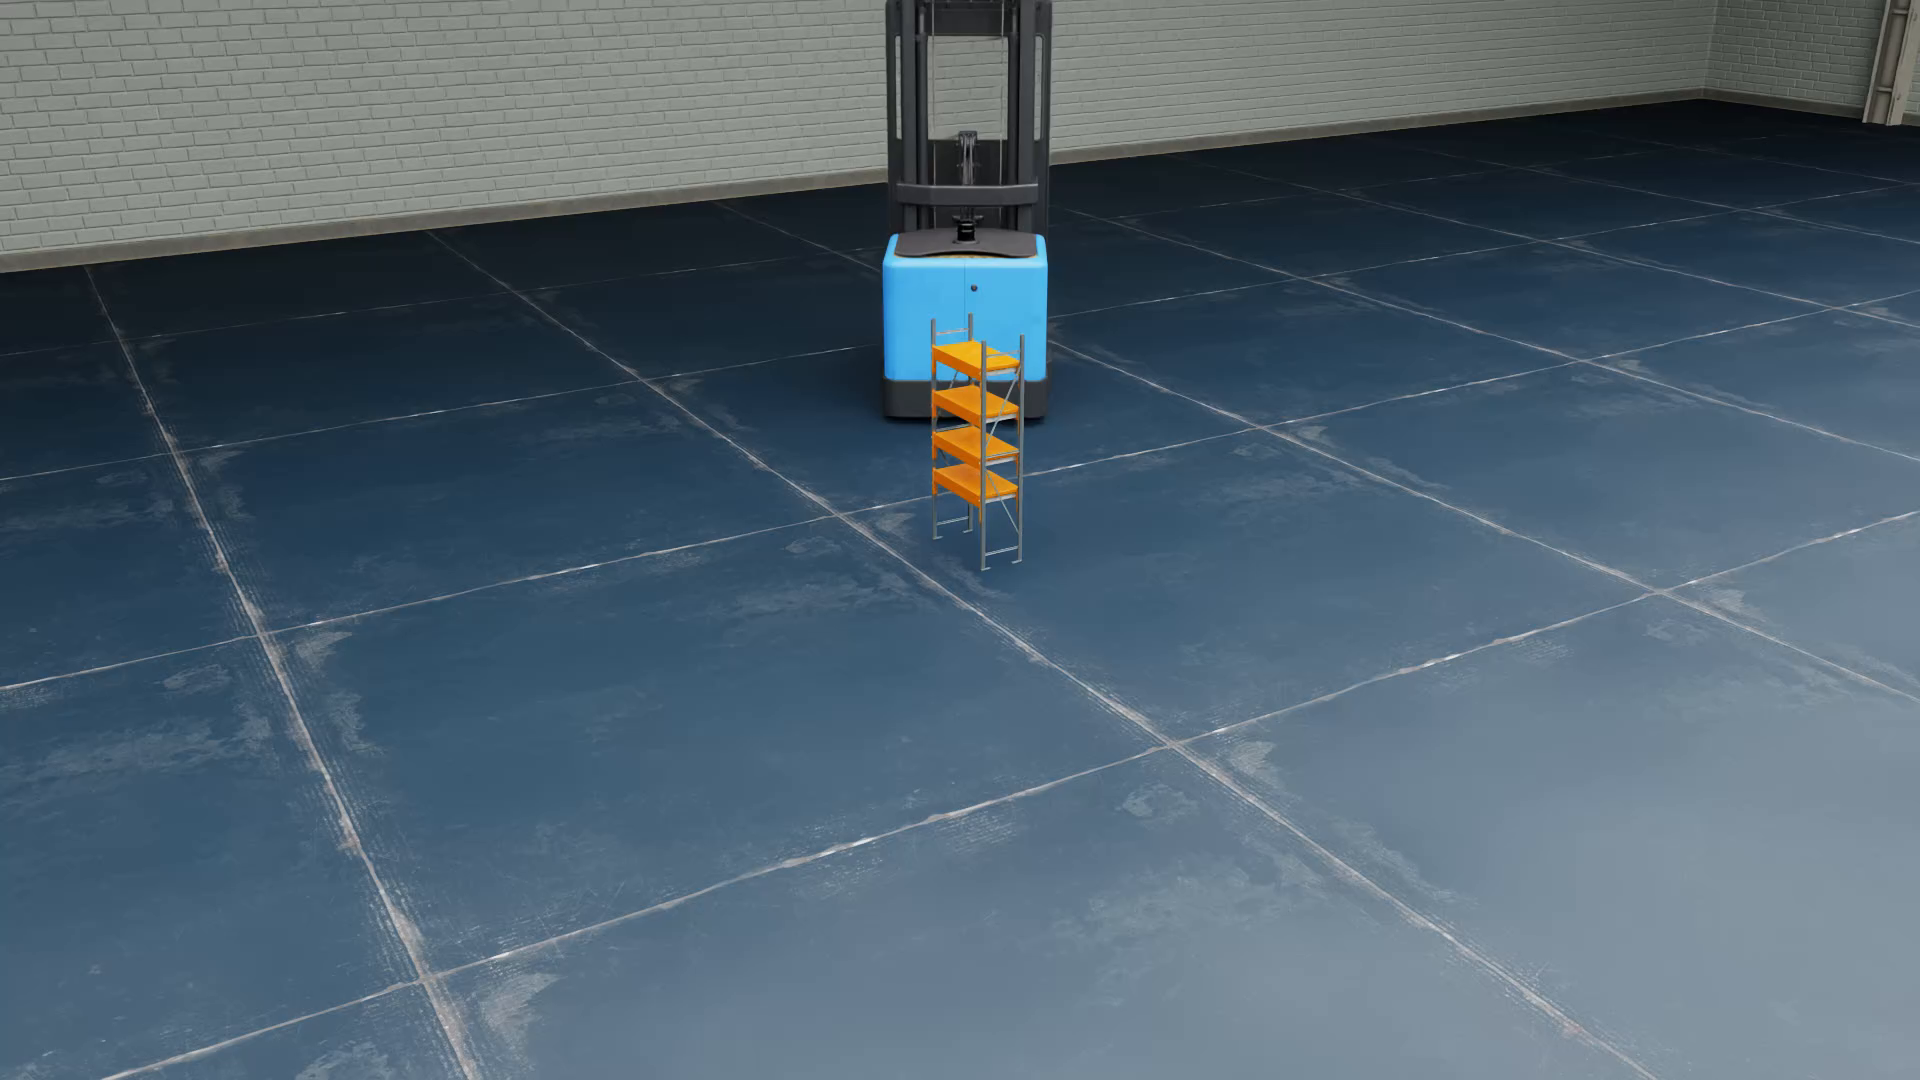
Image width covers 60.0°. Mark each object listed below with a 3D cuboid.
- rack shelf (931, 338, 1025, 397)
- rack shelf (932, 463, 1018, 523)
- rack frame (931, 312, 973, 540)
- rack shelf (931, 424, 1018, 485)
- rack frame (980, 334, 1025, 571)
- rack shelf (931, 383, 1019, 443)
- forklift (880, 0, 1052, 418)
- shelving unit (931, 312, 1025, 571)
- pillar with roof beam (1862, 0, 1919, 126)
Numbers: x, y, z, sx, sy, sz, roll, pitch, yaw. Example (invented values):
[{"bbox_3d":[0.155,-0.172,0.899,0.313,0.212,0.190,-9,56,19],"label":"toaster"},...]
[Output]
[{"bbox_3d":[0.085,-0.866,8.306,0.258,0.148,0.480,-13,25,-28],"label":"rack shelf"},{"bbox_3d":[0.085,-0.256,8.554,0.258,0.148,0.480,-13,25,-28],"label":"rack shelf"},{"bbox_3d":[-0.040,-0.581,8.648,0.240,1.200,0.015,-13,25,-28],"label":"rack frame"},{"bbox_3d":[0.085,-0.440,8.479,0.258,0.148,0.480,-13,25,-28],"label":"rack shelf"},{"bbox_3d":[0.209,-0.423,8.259,0.240,1.200,0.015,-13,25,-28],"label":"rack frame"},{"bbox_3d":[0.085,-0.647,8.395,0.258,0.148,0.480,-13,25,-28],"label":"rack shelf"},{"bbox_3d":[0.063,-2.637,11.406,1.130,2.935,3.031,0,22,1],"label":"forklift"},{"bbox_3d":[0.085,-0.502,8.454,0.258,1.200,0.503,-13,25,-28],"label":"shelving unit"},{"bbox_3d":[9.053,-9.109,19.272,9.100,9.000,0.400,-13,25,-28],"label":"pillar with roof beam"}]
